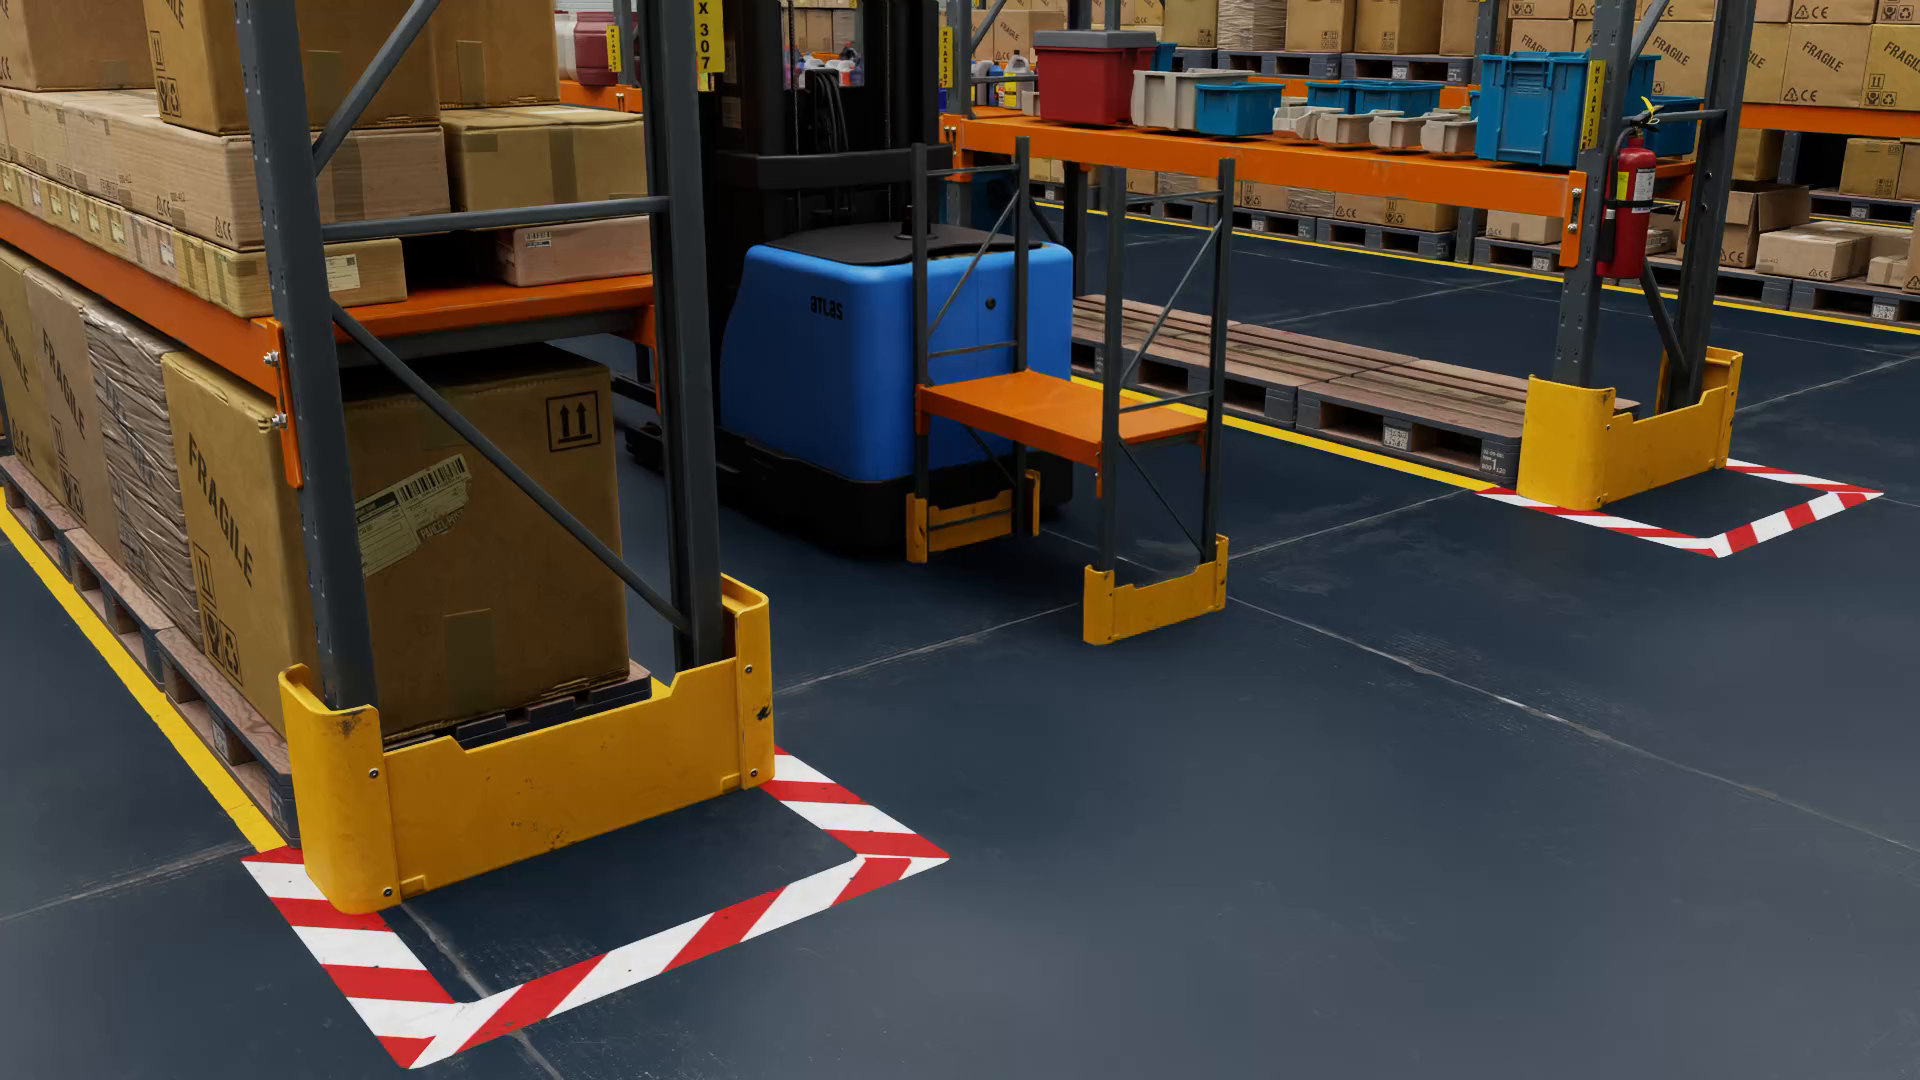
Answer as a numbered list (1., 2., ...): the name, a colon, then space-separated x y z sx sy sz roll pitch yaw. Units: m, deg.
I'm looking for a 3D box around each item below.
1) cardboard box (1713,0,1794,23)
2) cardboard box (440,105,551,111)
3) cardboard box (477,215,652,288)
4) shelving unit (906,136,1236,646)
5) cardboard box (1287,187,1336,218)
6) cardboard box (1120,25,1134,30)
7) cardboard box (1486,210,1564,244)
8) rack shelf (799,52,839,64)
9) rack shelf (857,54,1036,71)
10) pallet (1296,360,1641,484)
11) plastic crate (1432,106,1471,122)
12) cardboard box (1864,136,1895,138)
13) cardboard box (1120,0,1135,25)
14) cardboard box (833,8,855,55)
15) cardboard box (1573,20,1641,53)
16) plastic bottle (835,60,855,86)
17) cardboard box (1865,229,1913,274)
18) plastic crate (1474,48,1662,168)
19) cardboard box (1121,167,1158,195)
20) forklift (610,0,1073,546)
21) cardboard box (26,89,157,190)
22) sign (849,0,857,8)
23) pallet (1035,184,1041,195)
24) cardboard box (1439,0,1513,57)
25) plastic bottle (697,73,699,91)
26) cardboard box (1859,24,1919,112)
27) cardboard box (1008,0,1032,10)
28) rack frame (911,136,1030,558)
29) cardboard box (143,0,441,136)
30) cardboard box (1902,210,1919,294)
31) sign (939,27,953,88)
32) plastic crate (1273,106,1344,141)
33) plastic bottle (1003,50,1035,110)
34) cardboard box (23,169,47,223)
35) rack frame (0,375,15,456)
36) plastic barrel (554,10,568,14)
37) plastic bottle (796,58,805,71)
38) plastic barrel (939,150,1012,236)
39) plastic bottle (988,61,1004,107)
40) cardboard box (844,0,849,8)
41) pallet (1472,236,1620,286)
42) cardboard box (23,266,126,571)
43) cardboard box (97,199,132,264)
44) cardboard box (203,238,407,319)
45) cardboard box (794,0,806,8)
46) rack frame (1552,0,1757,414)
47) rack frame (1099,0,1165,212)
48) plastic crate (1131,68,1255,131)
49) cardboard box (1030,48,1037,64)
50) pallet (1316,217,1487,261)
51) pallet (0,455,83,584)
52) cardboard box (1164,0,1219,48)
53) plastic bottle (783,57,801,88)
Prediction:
1. cardboard box: 5.268 -3.612 10.750 0.500 0.500 0.500 -13 22 -34
2. cardboard box: -1.463 -1.092 4.653 0.500 0.250 0.500 -14 23 -37
3. cardboard box: -1.010 -0.757 4.275 0.380 0.149 0.250 -14 23 -36
4. shelving unit: 0.352 -0.560 5.667 0.587 1.500 1.083 -13 22 -35
5. cardboard box: 3.093 -2.977 13.858 0.500 0.500 0.500 -14 23 -35
6. cardboard box: 2.315 -6.701 22.036 0.500 0.250 0.500 -14 23 -36
7. cardboard box: 4.327 -2.429 12.503 0.500 0.311 0.500 -14 23 -36
8. rack shelf: -1.973 -5.765 20.144 1.077 0.370 4.000 -14 23 -36
9. rack shelf: 0.510 -4.779 17.168 1.077 0.370 4.000 -14 23 -36
10. pallet: 2.352 -0.578 7.771 1.003 0.211 1.213 -14 23 -36
11. plastic crate: 2.383 -1.981 7.898 0.250 0.136 0.298 -14 23 -36
12. cardboard box: 8.566 -3.801 15.345 0.380 0.149 0.250 -14 23 -36
13. cardboard box: 2.299 -7.053 21.906 0.500 0.500 0.500 -14 23 -36
14. cardboard box: -1.012 -5.769 18.854 0.700 0.500 0.500 -15 23 -38
15. cardboard box: 4.659 -3.385 11.655 0.500 0.500 0.500 -13 23 -35
16. plastic bottle: -0.688 -2.866 10.442 0.152 0.276 0.135 -14 23 -36
17. cardboard box: 6.293 -1.873 10.920 0.500 0.250 0.500 -14 23 -36
18. plastic crate: 2.480 -1.782 6.820 0.616 0.435 0.499 -14 23 -36
19. cardboard box: 1.811 -3.482 15.383 0.500 0.500 0.500 -13 22 -34
20. forklift: -0.834 -1.770 7.045 1.130 2.935 3.031 -13 22 -35
21. cardboard box: -2.515 -1.240 5.100 0.500 0.250 0.500 -14 23 -36
22. sign: -1.166 -5.953 18.066 0.100 0.325 0.005 -14 23 -36
23. pallet: 0.518 -3.815 17.548 1.003 0.211 1.213 -14 23 -36
24. cardboard box: 4.117 -4.049 12.992 0.500 0.500 0.700 11 21 30
25. plastic bottle: -1.831 -3.319 11.812 0.152 0.276 0.135 -14 23 -36
26. cardboard box: 5.903 -2.888 10.154 0.500 0.500 0.500 -14 23 -36
27. cardboard box: 1.026 -7.561 23.439 0.500 0.500 0.500 -14 23 -36
28. rack frame: 0.042 -0.690 6.061 0.500 1.500 0.032 -13 22 -35
29. cardboard box: -1.557 -1.219 3.844 0.500 0.500 0.500 -14 23 -35
30. cardboard box: 6.188 -1.765 10.196 0.500 0.500 0.500 -14 23 -36
31. sign: -0.082 -2.701 9.307 0.100 0.325 0.005 -14 23 -36
32. plastic crate: 1.627 -1.967 7.855 0.298 0.136 0.250 -14 23 -36
33. plastic bottle: 0.361 -2.813 10.164 0.144 0.351 0.185 -14 23 -36
34. cardboard box: -2.804 -1.133 5.413 0.380 0.149 0.250 -14 23 -35
35. rack frame: -3.532 -1.710 6.754 1.000 3.000 0.127 -14 23 -36
36. plastic barrel: -3.471 -4.146 13.896 0.433 0.535 0.433 0 18 0
37. plastic bottle: -1.044 -3.022 10.921 0.097 0.271 0.097 0 18 0
38. plastic barrel: 0.026 -2.017 10.352 0.600 0.901 0.708 -14 23 -36
39. plastic bottle: 0.228 -2.871 10.464 0.097 0.271 0.097 0 18 0
40. cardboard box: -1.068 -5.994 18.501 0.380 0.149 0.250 -14 23 -36
41. pallet: 4.661 -2.149 12.517 1.003 0.211 1.213 -14 23 -36
42. cardboard box: -2.626 -0.500 5.814 0.875 0.875 0.875 -14 23 -36
43. cardboard box: -2.163 -0.880 4.647 0.380 0.149 0.250 -15 23 -37
44. cardboard box: -1.528 -0.628 3.887 0.380 0.149 0.250 -13 23 -35
45. cardboard box: -1.699 -6.245 19.260 0.380 0.149 0.250 -14 23 -36
46. rack frame: 2.834 -1.691 6.696 1.000 3.000 0.127 -14 23 -36
47. rack frame: 1.752 -4.628 15.566 1.000 3.000 0.127 -14 23 -36
48. plastic crate: 1.154 -2.236 8.437 0.437 0.282 0.530 -14 23 -36
49. cardboard box: 0.916 -4.812 16.522 0.380 0.149 0.250 -12 22 -32
50. pallet: 3.701 -2.511 13.611 1.003 0.211 1.213 -14 23 -36
51. pallet: -3.122 -0.183 6.580 1.003 0.211 1.213 -14 23 -36
52. cardboard box: 2.231 -4.741 15.082 0.500 0.500 0.700 11 21 30
53. plastic bottle: -1.095 -3.008 10.859 0.061 0.283 0.133 -14 23 -36
